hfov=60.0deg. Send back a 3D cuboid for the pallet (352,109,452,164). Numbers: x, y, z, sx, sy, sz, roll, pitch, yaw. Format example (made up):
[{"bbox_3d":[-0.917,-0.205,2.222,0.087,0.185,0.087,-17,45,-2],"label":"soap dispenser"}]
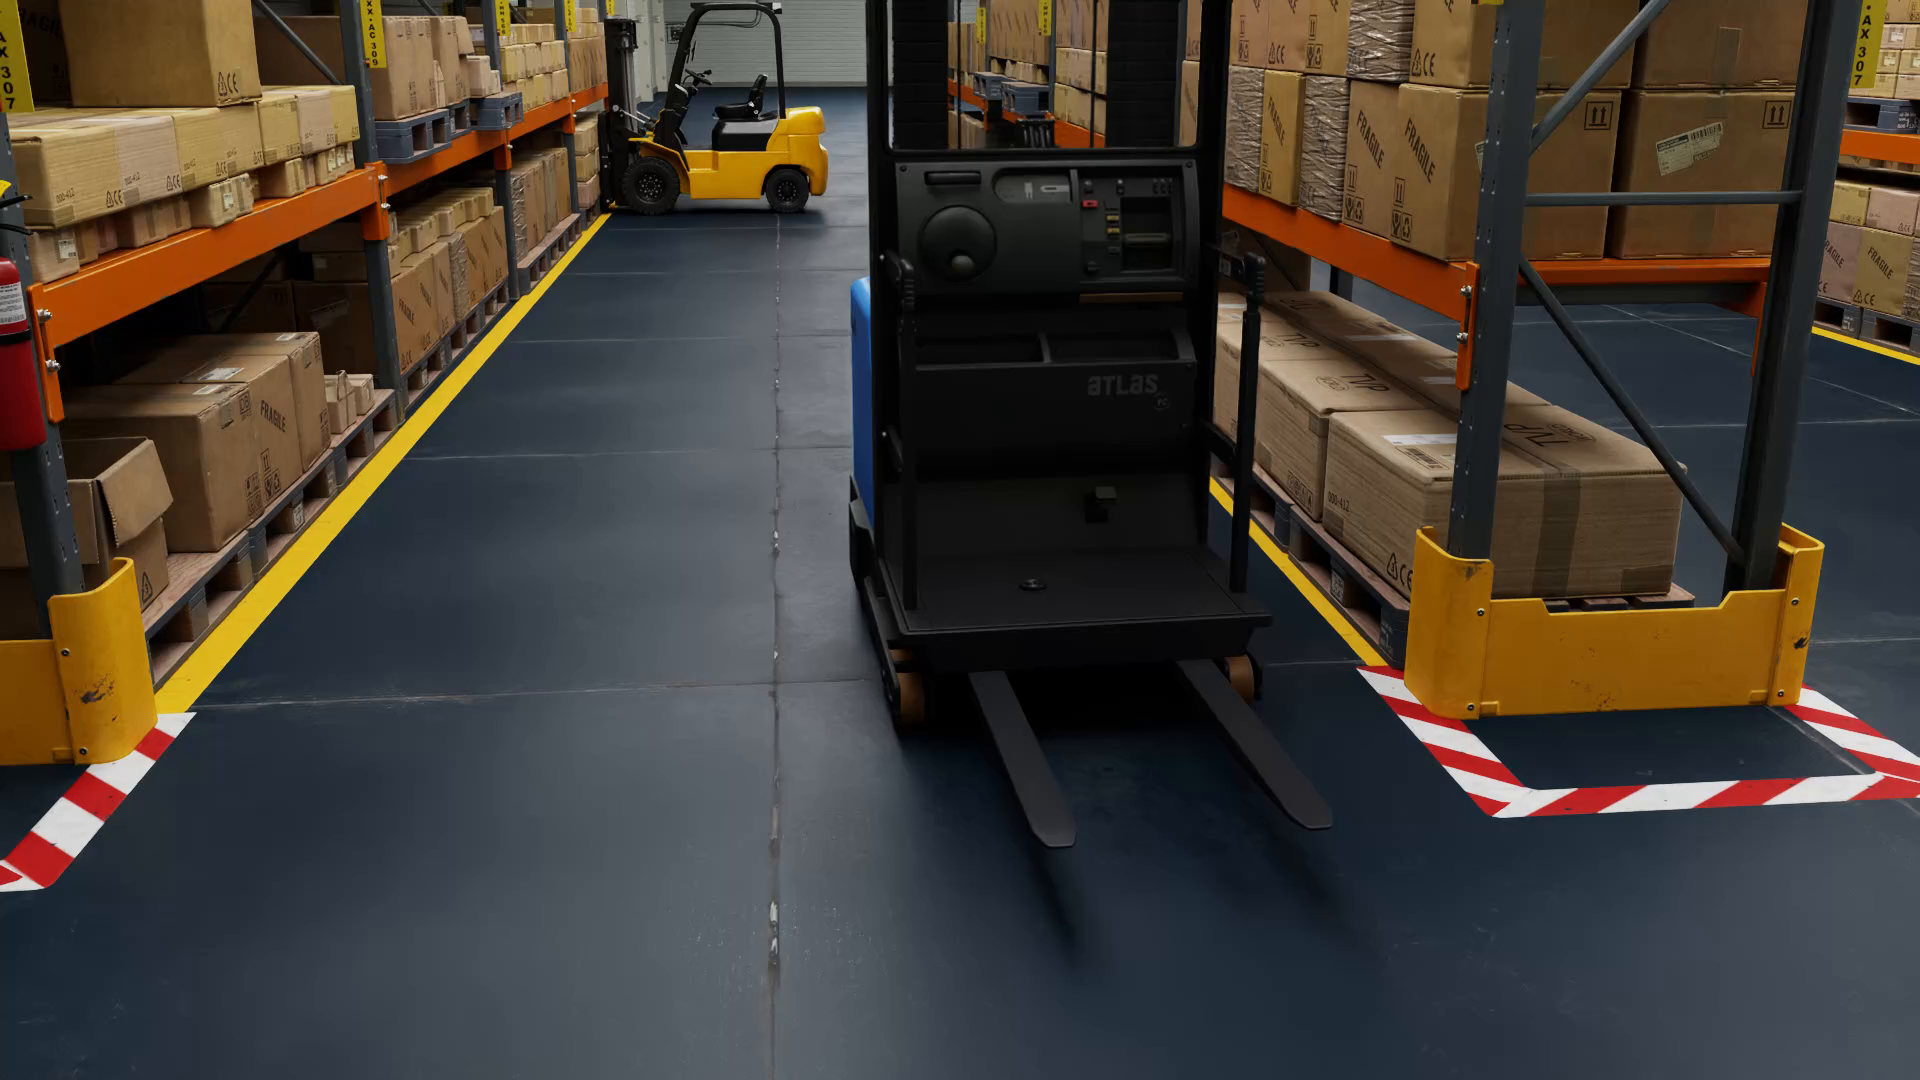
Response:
[{"bbox_3d":[-3.336,-2.156,8.856,1.003,0.211,1.213,-2,18,-6],"label":"pallet"}]

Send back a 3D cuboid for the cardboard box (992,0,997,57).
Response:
[{"bbox_3d":[0.565,-4.636,15.071,0.500,0.500,0.500,-2,18,-5],"label":"cardboard box"}]

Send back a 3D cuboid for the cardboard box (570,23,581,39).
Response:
[{"bbox_3d":[-3.993,-5.079,16.598,0.380,0.149,0.250,-1,17,-4],"label":"cardboard box"}]

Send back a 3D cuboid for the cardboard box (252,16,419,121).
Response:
[{"bbox_3d":[-3.190,-2.405,8.461,0.700,0.500,0.500,-1,17,-4],"label":"cardboard box"}]

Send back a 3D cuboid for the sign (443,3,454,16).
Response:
[{"bbox_3d":[-4.739,-4.822,15.452,0.100,0.325,0.005,-2,18,-6],"label":"sign"}]

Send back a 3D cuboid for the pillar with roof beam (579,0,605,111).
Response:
[{"bbox_3d":[-2.380,-11.916,29.609,9.100,9.000,0.400,-2,18,-6],"label":"pillar with roof beam"}]

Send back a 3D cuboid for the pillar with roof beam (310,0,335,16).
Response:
[{"bbox_3d":[-0.524,-6.553,12.527,9.100,9.000,0.400,-2,18,-6],"label":"pillar with roof beam"}]

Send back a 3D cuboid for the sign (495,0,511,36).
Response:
[{"bbox_3d":[-3.236,-3.732,11.755,0.100,0.325,0.005,-2,18,-6],"label":"sign"}]

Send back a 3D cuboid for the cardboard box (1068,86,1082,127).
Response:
[{"bbox_3d":[1.033,-2.974,11.394,0.500,0.250,0.500,-2,18,-7],"label":"cardboard box"}]

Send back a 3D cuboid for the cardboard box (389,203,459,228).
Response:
[{"bbox_3d":[-3.421,-2.061,10.622,0.380,0.149,0.250,-2,18,-6],"label":"cardboard box"}]

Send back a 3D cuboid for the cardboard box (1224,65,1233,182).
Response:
[{"bbox_3d":[1.410,-1.910,7.586,0.500,0.500,0.500,-2,18,-5],"label":"cardboard box"}]

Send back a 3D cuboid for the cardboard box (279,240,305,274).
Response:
[{"bbox_3d":[-3.719,-1.502,8.842,0.380,0.149,0.250,-2,18,-6],"label":"cardboard box"}]

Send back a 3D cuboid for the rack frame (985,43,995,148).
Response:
[{"bbox_3d":[0.749,-4.544,16.142,1.000,3.000,0.127,-2,18,-6],"label":"rack frame"}]

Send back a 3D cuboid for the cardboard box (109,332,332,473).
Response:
[{"bbox_3d":[-3.075,-0.572,6.963,0.700,0.500,0.500,-2,18,-8],"label":"cardboard box"}]

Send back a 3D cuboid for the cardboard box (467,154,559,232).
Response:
[{"bbox_3d":[-4.050,-3.070,14.711,0.875,0.625,0.625,-2,18,-6],"label":"cardboard box"}]

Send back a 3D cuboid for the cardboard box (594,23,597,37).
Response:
[{"bbox_3d":[-4.264,-5.689,18.540,0.380,0.149,0.250,-1,17,-5],"label":"cardboard box"}]

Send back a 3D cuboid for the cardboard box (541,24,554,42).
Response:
[{"bbox_3d":[-3.755,-4.426,14.518,0.380,0.149,0.250,-2,18,-7],"label":"cardboard box"}]

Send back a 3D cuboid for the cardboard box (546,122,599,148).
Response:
[{"bbox_3d":[-4.031,-4.209,17.296,0.500,0.250,0.500,-1,17,-4],"label":"cardboard box"}]

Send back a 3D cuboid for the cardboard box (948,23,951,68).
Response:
[{"bbox_3d":[0.110,-5.775,19.401,0.500,0.500,0.500,-2,18,-6],"label":"cardboard box"}]

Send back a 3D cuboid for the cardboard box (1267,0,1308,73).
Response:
[{"bbox_3d":[1.520,-2.082,6.463,0.500,0.500,0.500,-2,18,-6],"label":"cardboard box"}]

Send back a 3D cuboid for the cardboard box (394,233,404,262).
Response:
[{"bbox_3d":[-3.278,-1.594,9.136,0.380,0.149,0.250,-3,18,-9],"label":"cardboard box"}]

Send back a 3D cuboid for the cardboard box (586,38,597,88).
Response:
[{"bbox_3d":[-4.128,-5.033,17.534,0.500,0.500,0.500,-2,18,-5],"label":"cardboard box"}]

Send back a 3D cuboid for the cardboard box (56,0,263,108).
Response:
[{"bbox_3d":[-2.884,-1.832,6.008,0.500,0.500,0.500,-1,17,-4],"label":"cardboard box"}]

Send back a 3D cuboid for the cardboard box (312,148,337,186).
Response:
[{"bbox_3d":[-2.979,-1.645,7.328,0.380,0.149,0.250,-1,17,-4],"label":"cardboard box"}]

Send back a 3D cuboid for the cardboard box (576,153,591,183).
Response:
[{"bbox_3d":[-3.930,-3.670,16.413,0.500,0.250,0.500,-2,18,-6],"label":"cardboard box"}]

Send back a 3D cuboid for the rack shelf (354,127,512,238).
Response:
[{"bbox_3d":[-3.569,-2.258,10.064,1.077,0.370,4.000,-2,18,-6],"label":"rack shelf"}]

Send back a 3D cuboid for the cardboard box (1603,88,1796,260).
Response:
[{"bbox_3d":[2.223,-1.168,5.223,0.500,0.500,0.500,-2,18,-6],"label":"cardboard box"}]

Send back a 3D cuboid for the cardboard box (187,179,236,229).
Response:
[{"bbox_3d":[-2.794,-1.186,5.866,0.380,0.149,0.250,-2,18,-7],"label":"cardboard box"}]

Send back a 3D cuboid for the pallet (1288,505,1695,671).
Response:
[{"bbox_3d":[1.827,0.126,5.923,1.003,0.211,1.213,-2,18,-6],"label":"pallet"}]

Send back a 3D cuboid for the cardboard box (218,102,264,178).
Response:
[{"bbox_3d":[-2.910,-1.481,6.139,0.500,0.250,0.500,-2,18,-7],"label":"cardboard box"}]

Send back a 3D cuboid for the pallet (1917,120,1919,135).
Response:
[{"bbox_3d":[6.554,-2.484,9.901,1.003,0.211,1.213,-2,18,-6],"label":"pallet"}]

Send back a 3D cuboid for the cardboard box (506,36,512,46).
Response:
[{"bbox_3d":[-3.544,-3.738,12.326,0.380,0.149,0.250,-1,17,-4],"label":"cardboard box"}]

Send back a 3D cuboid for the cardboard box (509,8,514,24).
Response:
[{"bbox_3d":[-4.506,-5.050,16.009,0.380,0.149,0.250,-2,18,-7],"label":"cardboard box"}]

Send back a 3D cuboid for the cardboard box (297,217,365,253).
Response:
[{"bbox_3d":[-3.195,-1.578,8.588,0.380,0.149,0.250,-2,18,-7],"label":"cardboard box"}]

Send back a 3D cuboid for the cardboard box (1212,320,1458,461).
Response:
[{"bbox_3d":[1.626,-0.681,7.415,0.875,0.438,0.875,-2,18,-7],"label":"cardboard box"}]

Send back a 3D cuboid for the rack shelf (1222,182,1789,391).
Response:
[{"bbox_3d":[1.781,-1.221,6.760,1.077,0.370,4.000,-2,18,-6],"label":"rack shelf"}]

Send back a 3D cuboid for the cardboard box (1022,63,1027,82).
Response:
[{"bbox_3d":[0.706,-3.749,13.330,0.380,0.149,0.250,-3,18,-8],"label":"cardboard box"}]

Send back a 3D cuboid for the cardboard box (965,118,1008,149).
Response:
[{"bbox_3d":[0.314,-4.261,17.880,0.500,0.500,0.500,-1,17,-3],"label":"cardboard box"}]

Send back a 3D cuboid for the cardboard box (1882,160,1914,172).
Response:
[{"bbox_3d":[10.538,-4.148,18.355,0.500,0.500,0.500,4,18,12],"label":"cardboard box"}]

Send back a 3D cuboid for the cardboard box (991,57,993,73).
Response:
[{"bbox_3d":[0.492,-4.450,15.561,0.380,0.149,0.250,-2,17,-5],"label":"cardboard box"}]

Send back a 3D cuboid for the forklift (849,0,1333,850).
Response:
[{"bbox_3d":[0.303,-0.959,4.837,1.130,2.935,3.031,-3,18,-8],"label":"forklift"}]

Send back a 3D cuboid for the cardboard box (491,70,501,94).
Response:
[{"bbox_3d":[-3.325,-3.094,11.243,0.380,0.149,0.250,-1,17,-5],"label":"cardboard box"}]

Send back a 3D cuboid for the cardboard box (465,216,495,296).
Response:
[{"bbox_3d":[-3.476,-1.936,11.309,0.500,0.500,0.500,-2,18,-6],"label":"cardboard box"}]

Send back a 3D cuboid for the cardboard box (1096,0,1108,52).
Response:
[{"bbox_3d":[1.117,-3.270,10.247,0.500,0.500,0.500,-1,17,-5],"label":"cardboard box"}]

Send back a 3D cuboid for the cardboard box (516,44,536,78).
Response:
[{"bbox_3d":[-3.664,-3.810,13.220,0.500,0.250,0.500,-2,18,-7],"label":"cardboard box"}]

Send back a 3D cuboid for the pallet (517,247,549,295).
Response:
[{"bbox_3d":[-3.821,-2.113,13.057,1.003,0.211,1.213,-2,18,-6],"label":"pallet"}]

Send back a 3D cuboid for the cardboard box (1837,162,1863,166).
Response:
[{"bbox_3d":[6.407,-2.705,12.505,0.500,0.250,0.500,-2,18,-7],"label":"cardboard box"}]

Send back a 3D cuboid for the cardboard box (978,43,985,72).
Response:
[{"bbox_3d":[0.456,-4.858,16.479,0.500,0.500,0.500,-2,18,-7],"label":"cardboard box"}]

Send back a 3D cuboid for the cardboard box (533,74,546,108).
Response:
[{"bbox_3d":[-3.736,-3.723,13.780,0.500,0.250,0.500,-1,17,-4],"label":"cardboard box"}]

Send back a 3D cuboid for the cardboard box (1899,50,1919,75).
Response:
[{"bbox_3d":[6.141,-2.989,10.413,0.380,0.149,0.250,-3,18,-8],"label":"cardboard box"}]

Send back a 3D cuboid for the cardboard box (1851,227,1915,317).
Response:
[{"bbox_3d":[6.108,-1.716,10.609,0.500,0.500,0.500,-2,18,-7],"label":"cardboard box"}]

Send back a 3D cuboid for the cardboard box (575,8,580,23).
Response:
[{"bbox_3d":[-4.002,-5.223,16.560,0.380,0.149,0.250,-1,17,-4],"label":"cardboard box"}]
